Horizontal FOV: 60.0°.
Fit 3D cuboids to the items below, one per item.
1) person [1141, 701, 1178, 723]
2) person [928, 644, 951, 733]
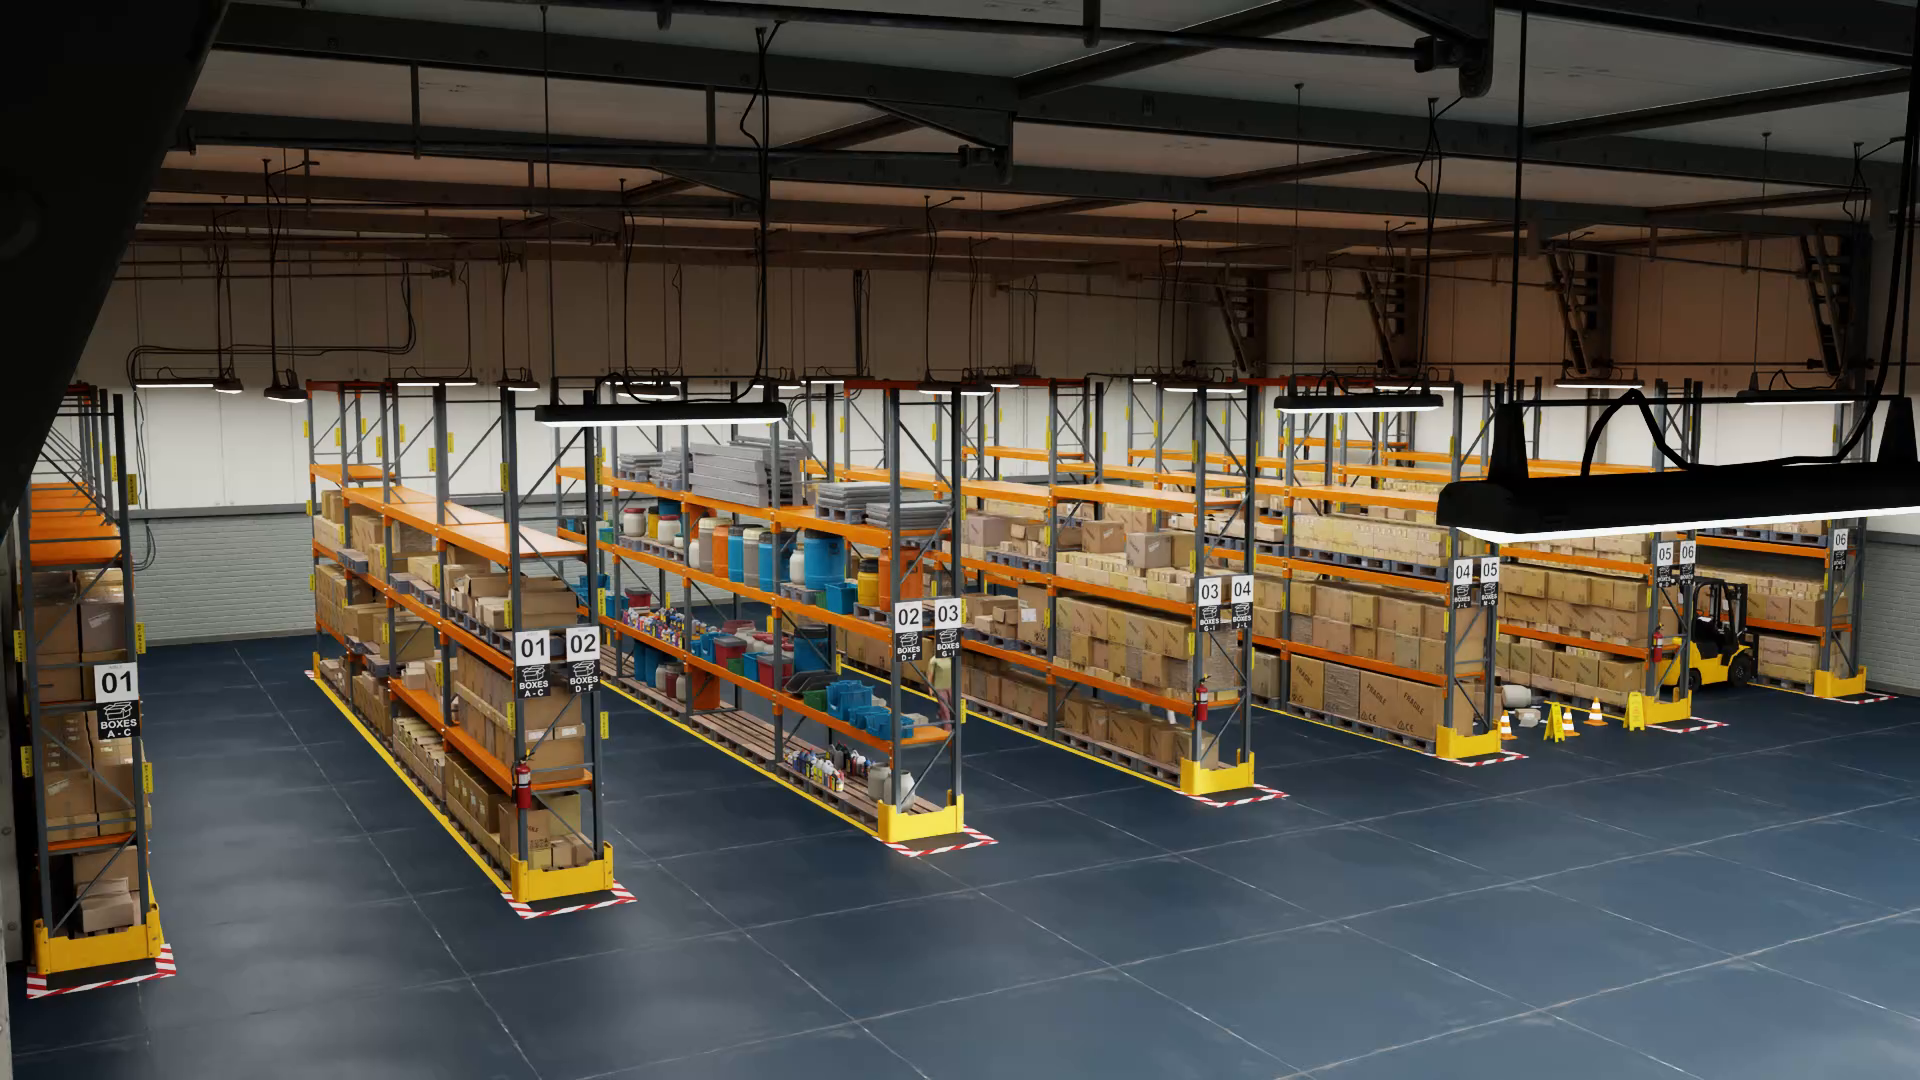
[{"bbox_3d":[3.447,2.391,28.832,0.610,1.754,1.022,-1,6,-11],"label":"person"},{"bbox_3d":[-0.199,2.549,28.007,0.472,1.638,0.749,-6,8,-43],"label":"person"}]
